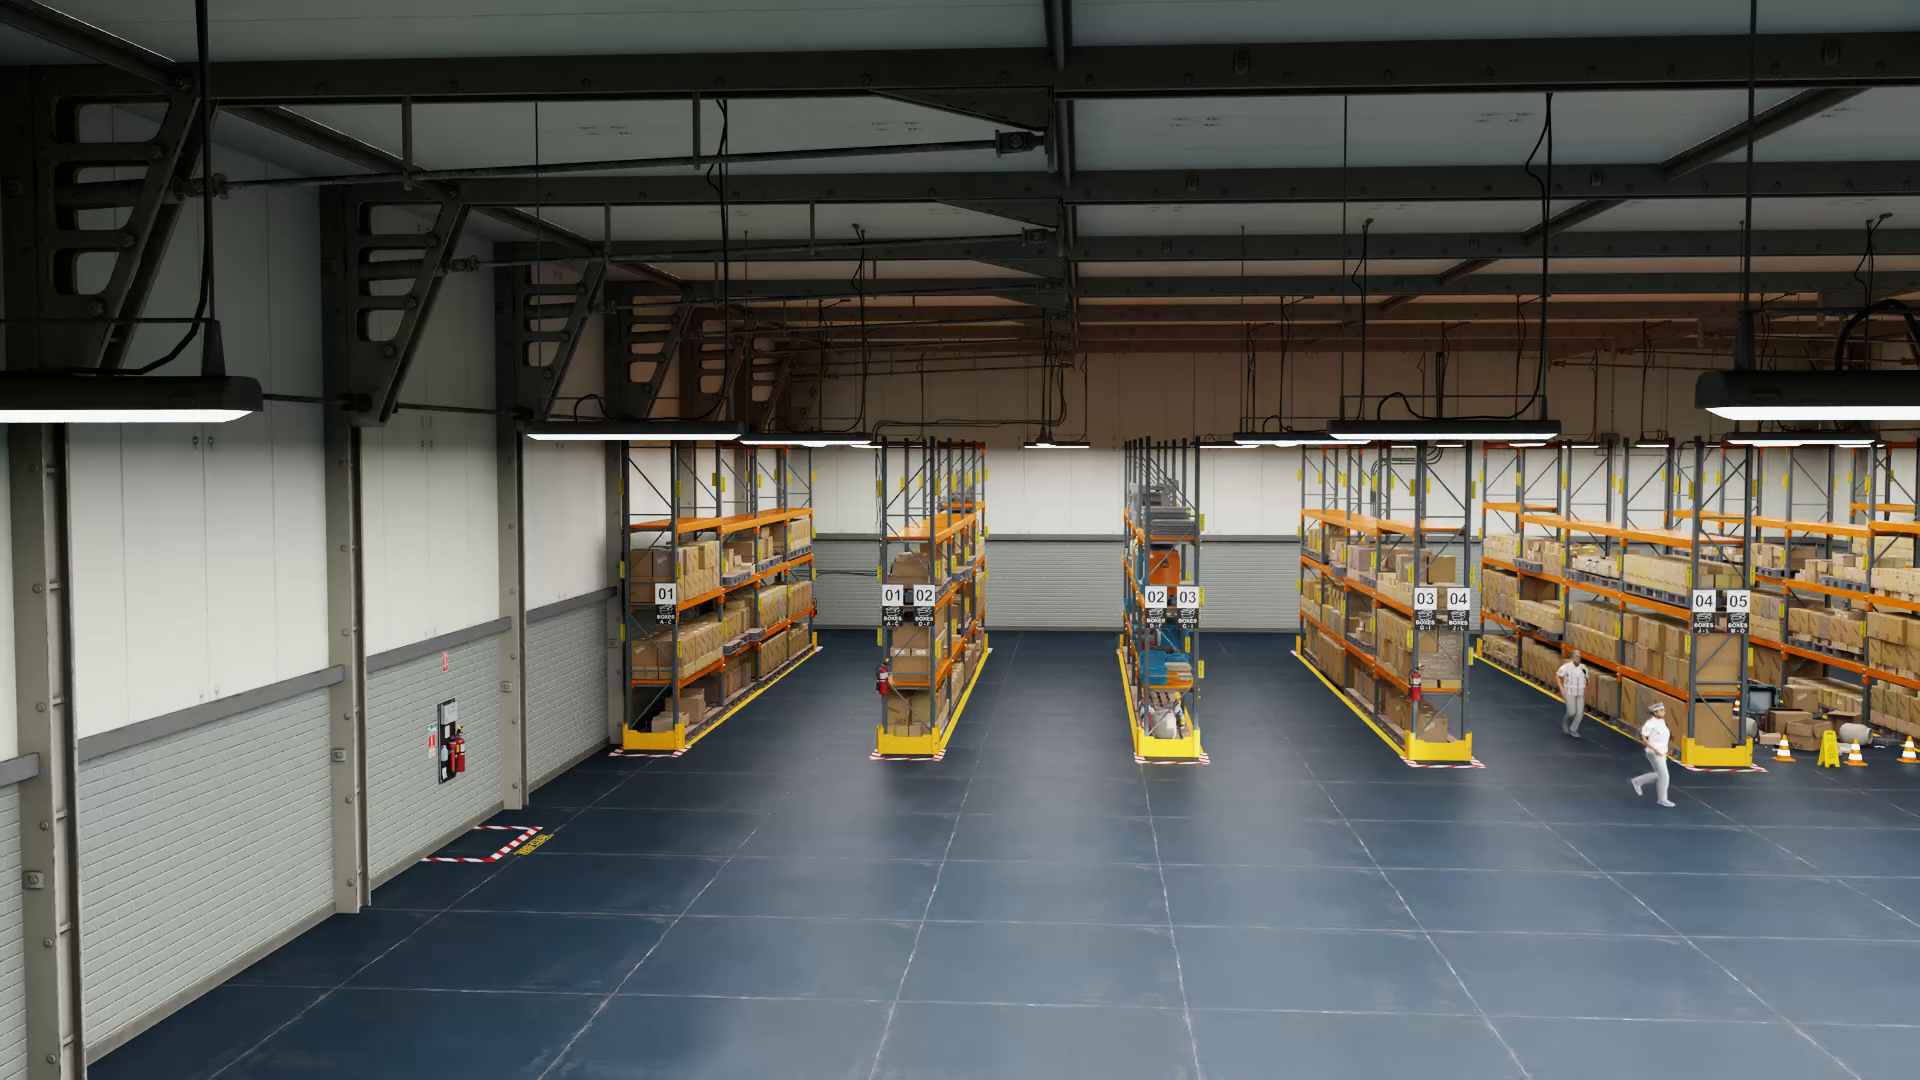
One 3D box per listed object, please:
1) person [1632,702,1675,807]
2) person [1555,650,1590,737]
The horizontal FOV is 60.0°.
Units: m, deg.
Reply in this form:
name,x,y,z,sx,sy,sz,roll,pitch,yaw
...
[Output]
name,x,y,z,sx,sy,sz,roll,pitch,yaw
person,11.254,3.448,26.959,0.590,1.680,0.722,-3,4,-44
person,12.315,3.067,33.337,0.668,1.747,0.526,0,3,1
